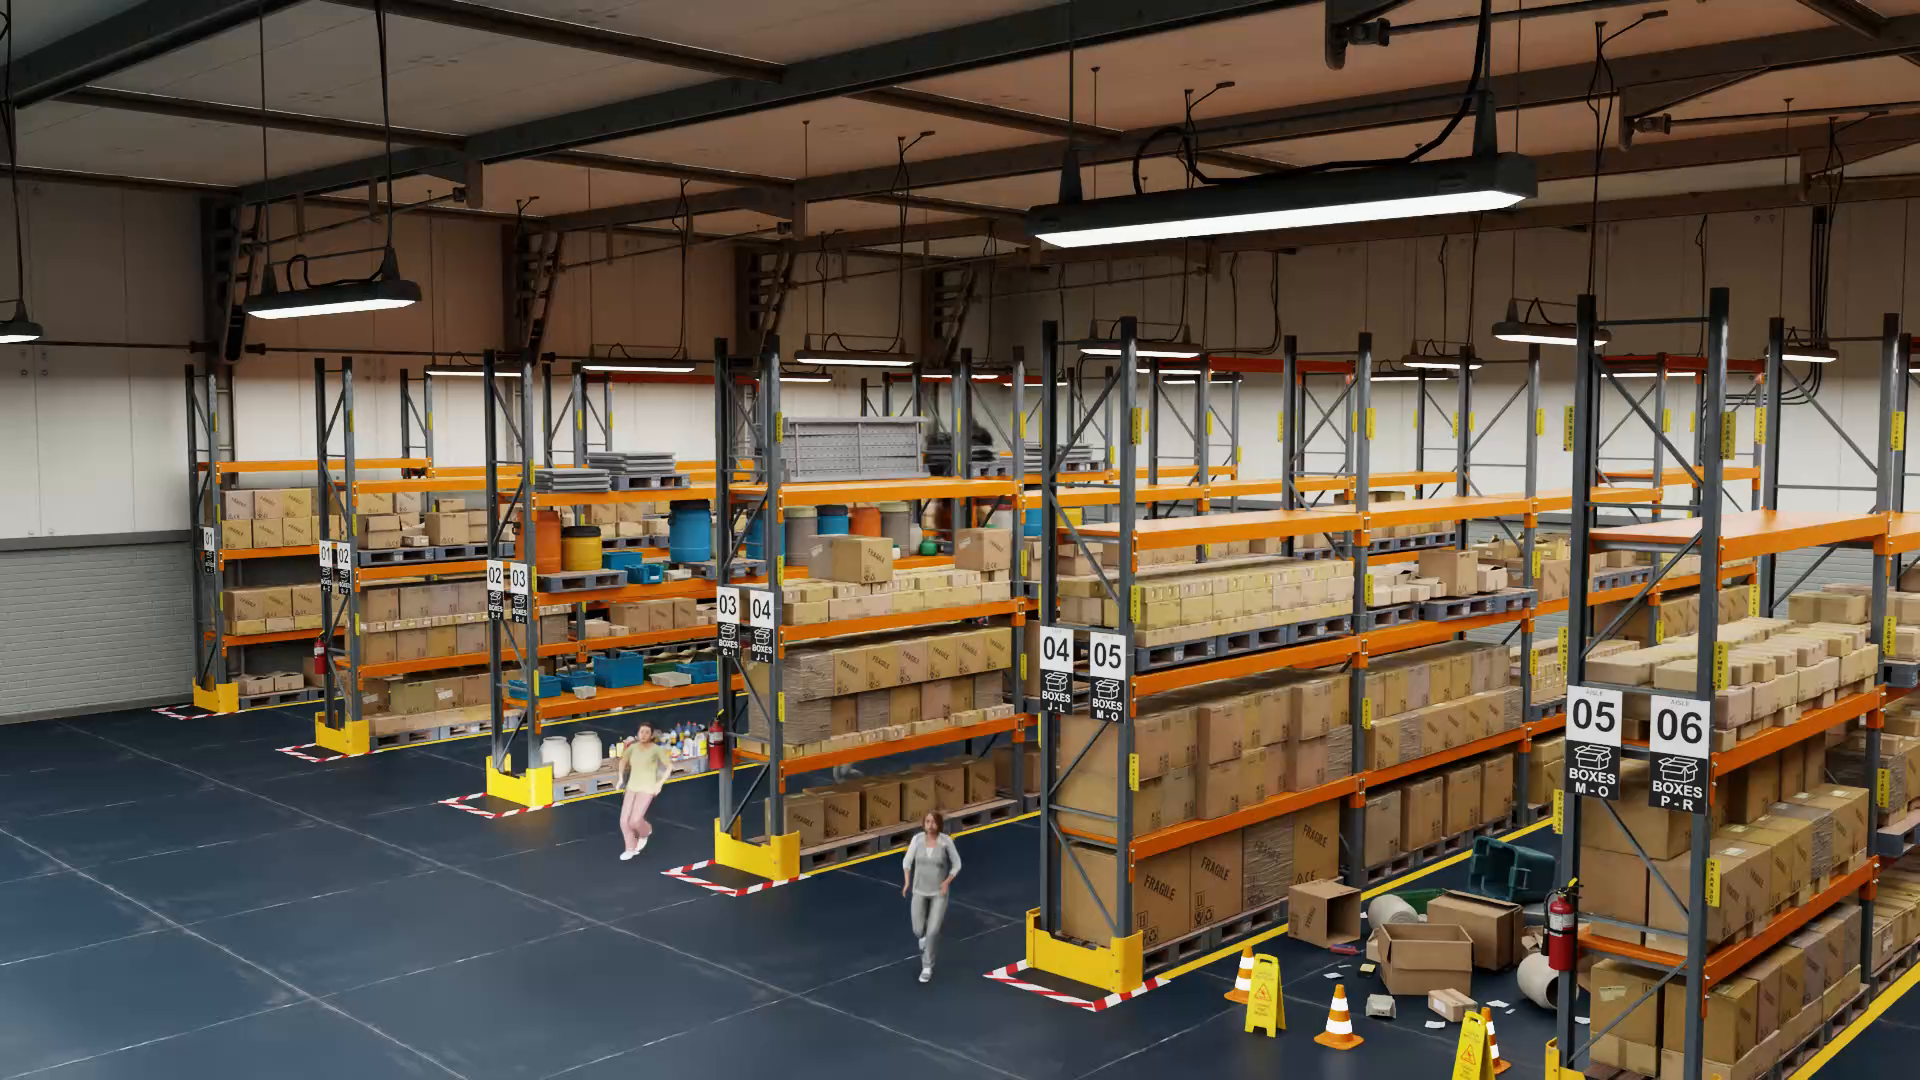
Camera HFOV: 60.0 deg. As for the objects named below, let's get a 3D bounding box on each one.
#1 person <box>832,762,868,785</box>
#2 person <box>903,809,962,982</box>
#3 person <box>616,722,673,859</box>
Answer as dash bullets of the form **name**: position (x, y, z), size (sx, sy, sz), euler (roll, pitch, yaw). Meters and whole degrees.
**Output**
- **person**: position (-1.487, 2.660, 21.940), size (0.588, 1.648, 0.576), euler (4, 6, 42)
- **person**: position (-0.258, 3.231, 15.284), size (0.549, 1.556, 0.551), euler (1, 4, 7)
- **person**: position (-3.677, 2.897, 19.201), size (0.631, 1.616, 0.527), euler (1, 5, 18)
